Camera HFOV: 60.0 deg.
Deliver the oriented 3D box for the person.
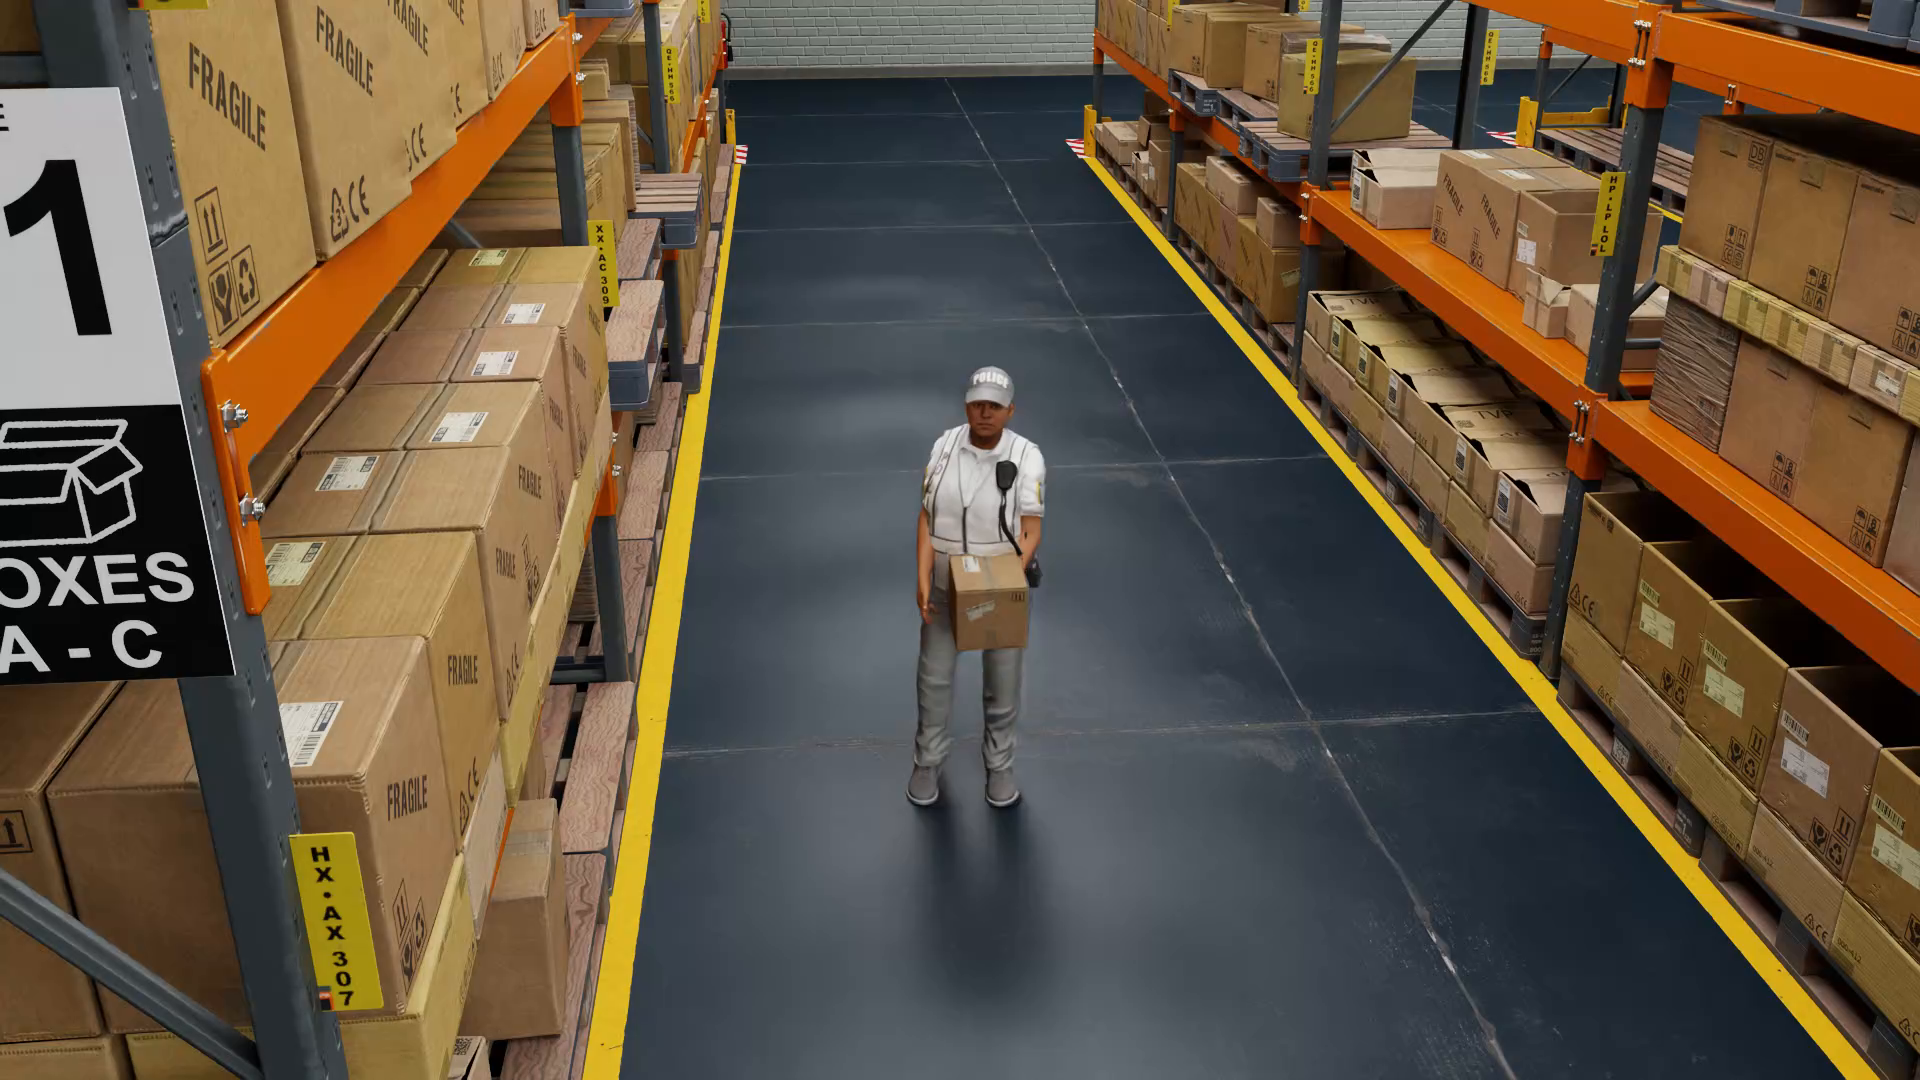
[{"bbox_3d":[0.056,0.193,6.154,0.486,1.670,0.497,7,25,14],"label":"person"}]
